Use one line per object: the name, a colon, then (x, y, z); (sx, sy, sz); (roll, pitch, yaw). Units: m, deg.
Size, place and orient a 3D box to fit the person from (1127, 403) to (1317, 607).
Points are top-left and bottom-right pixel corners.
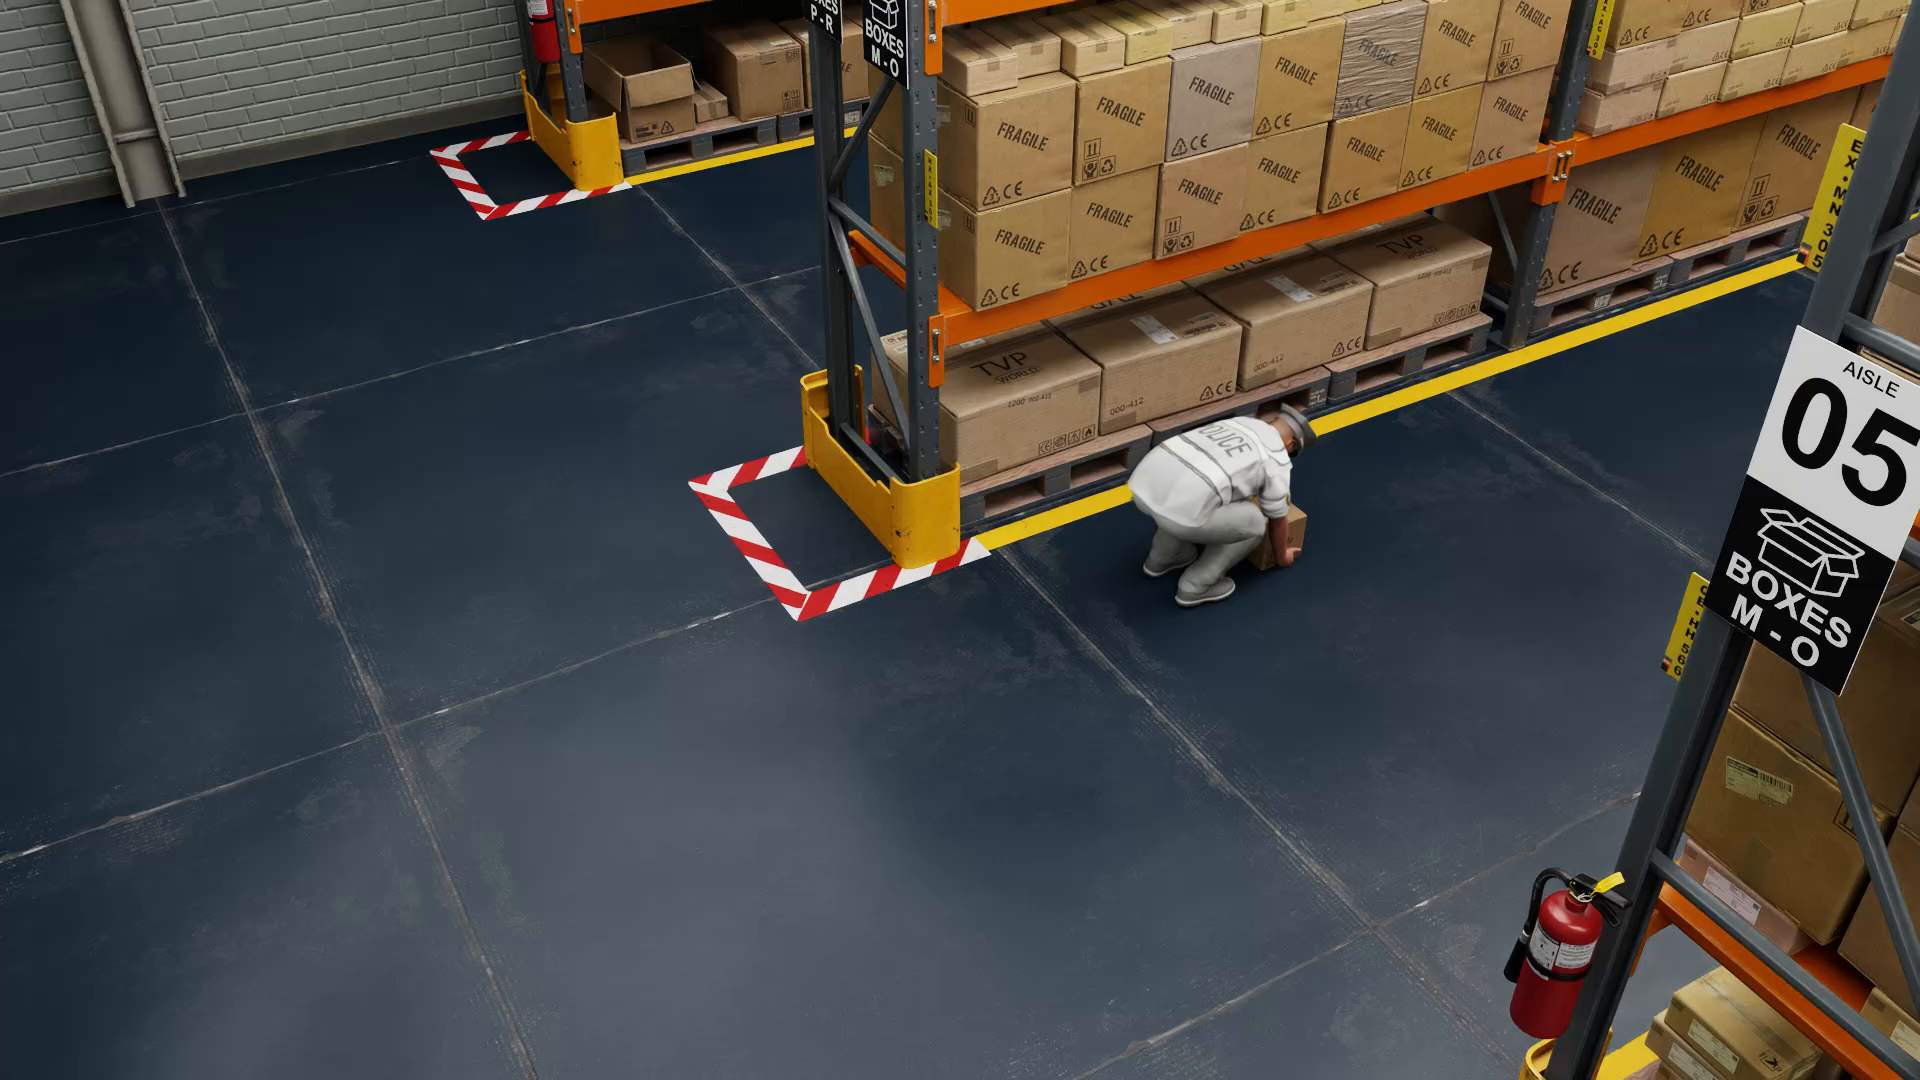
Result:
person: (1.267, -0.180, 7.965); (1.031, 0.840, 0.532); (-20, 41, -25)
